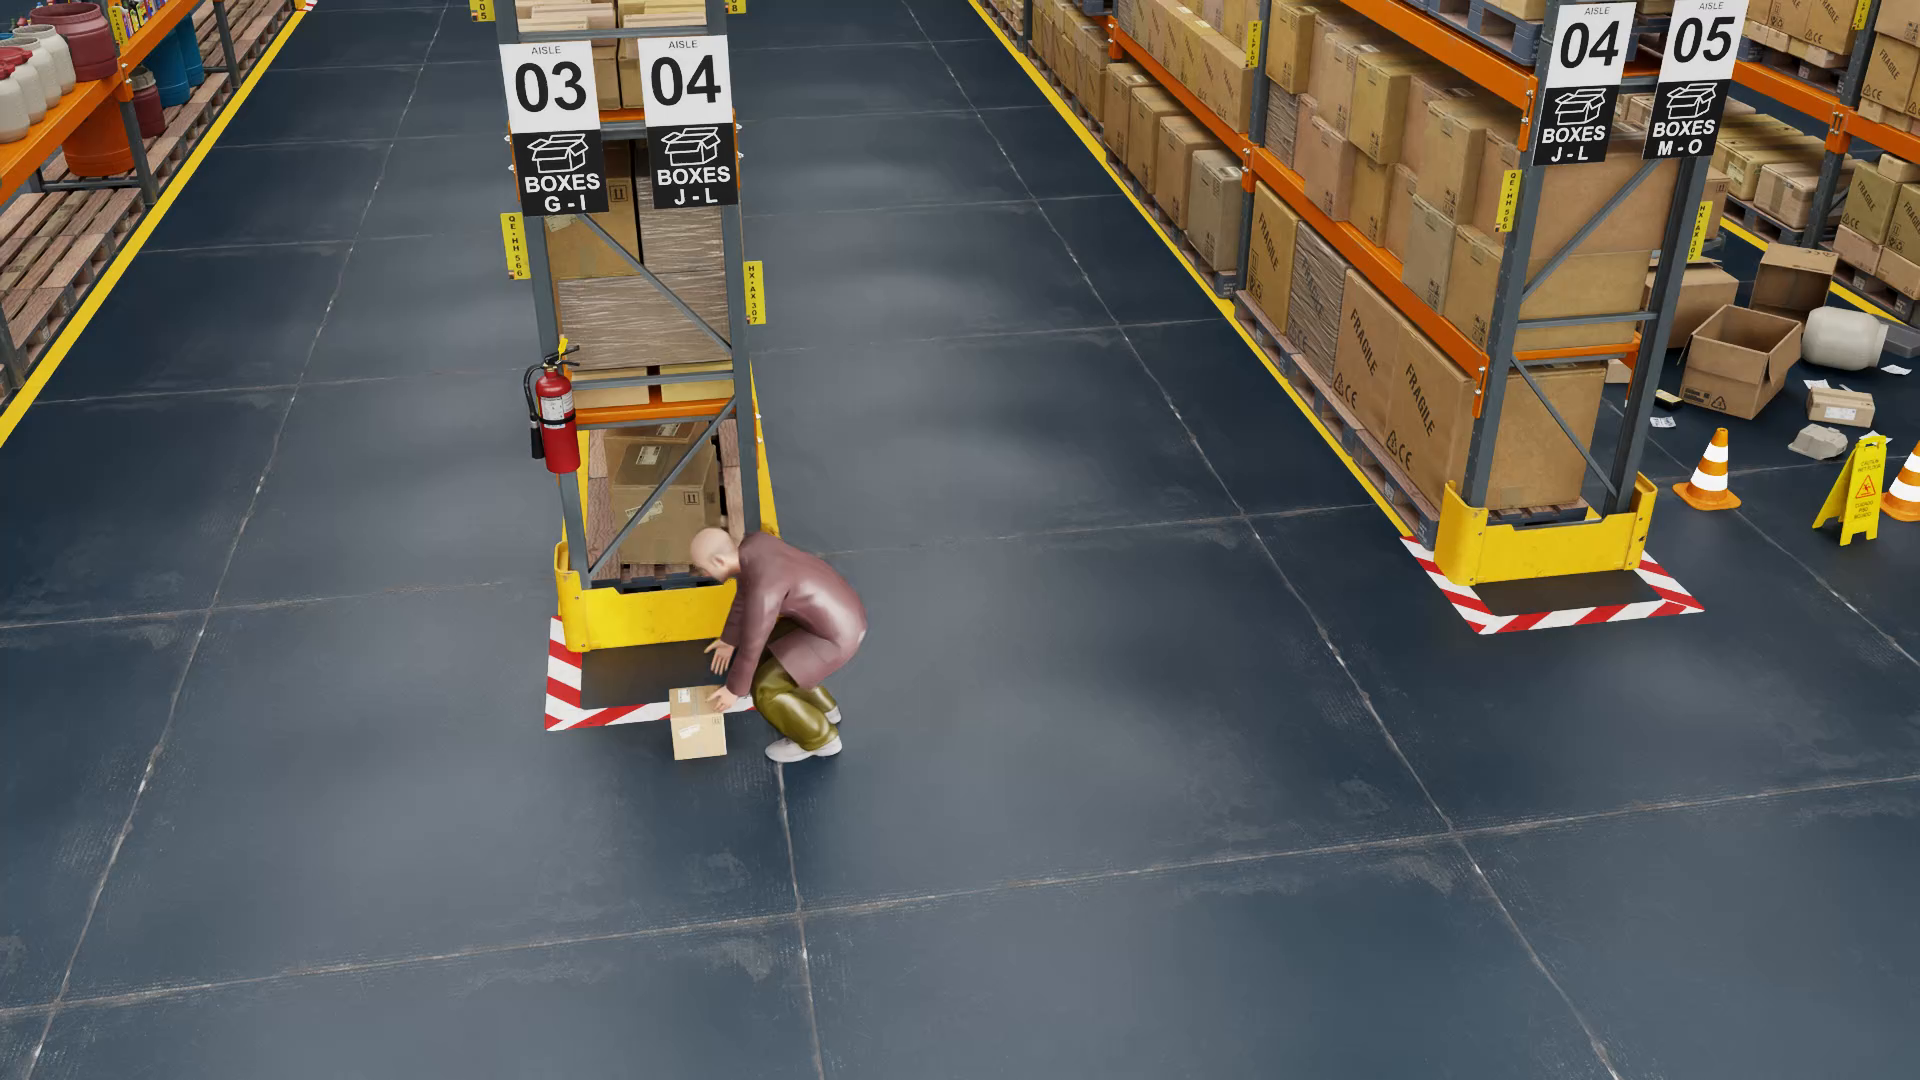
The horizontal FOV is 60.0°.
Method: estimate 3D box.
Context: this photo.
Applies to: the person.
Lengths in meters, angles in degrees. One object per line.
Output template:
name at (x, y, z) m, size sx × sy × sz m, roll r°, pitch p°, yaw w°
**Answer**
person at (-0.907, 0.596, 7.986) m, size 0.915 × 0.922 × 0.607 m, roll -3°, pitch 30°, yaw -5°
